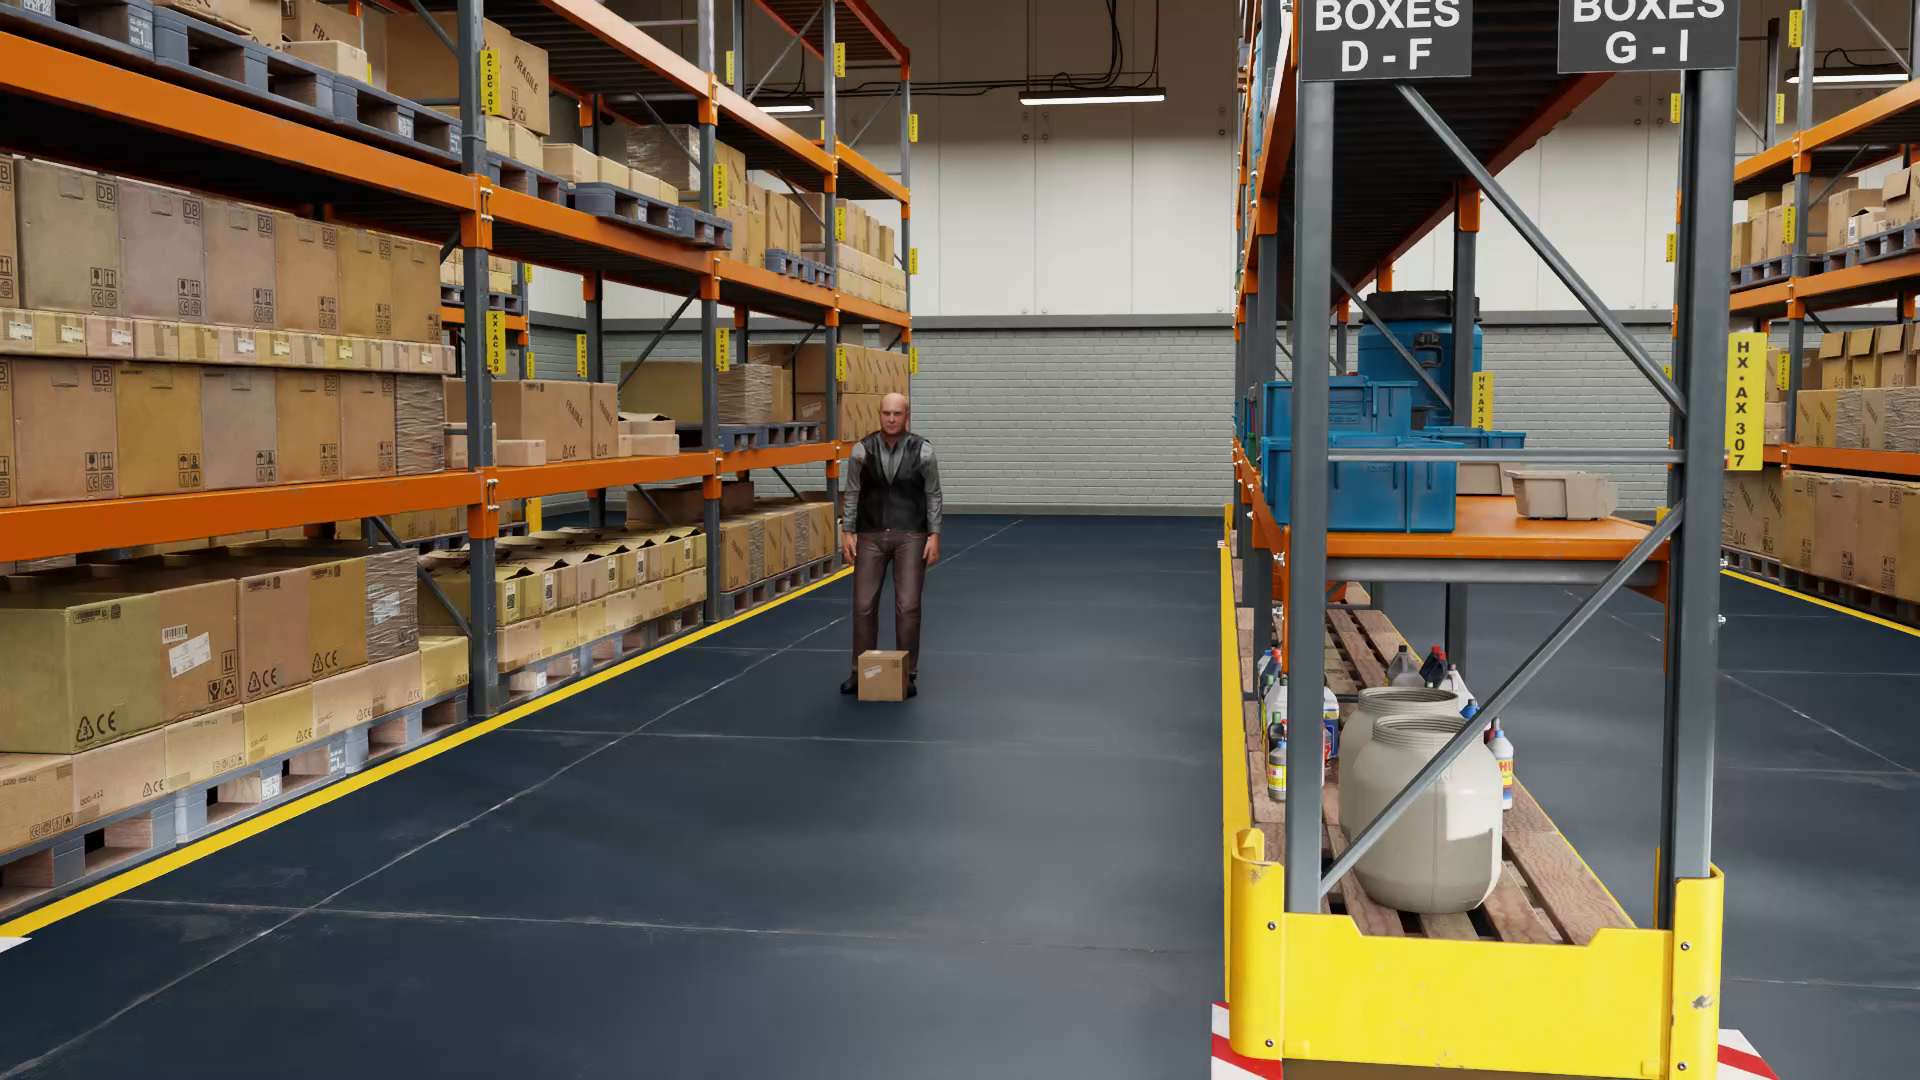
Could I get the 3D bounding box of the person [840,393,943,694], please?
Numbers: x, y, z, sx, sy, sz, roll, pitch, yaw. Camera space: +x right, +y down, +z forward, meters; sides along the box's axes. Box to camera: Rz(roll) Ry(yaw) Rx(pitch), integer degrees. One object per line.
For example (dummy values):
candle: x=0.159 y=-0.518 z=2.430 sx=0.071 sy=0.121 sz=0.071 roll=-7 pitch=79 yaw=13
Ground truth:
person: x=-0.395 y=0.015 z=9.603 sx=0.582 sy=1.719 sz=0.475 roll=0 pitch=4 yaw=6
